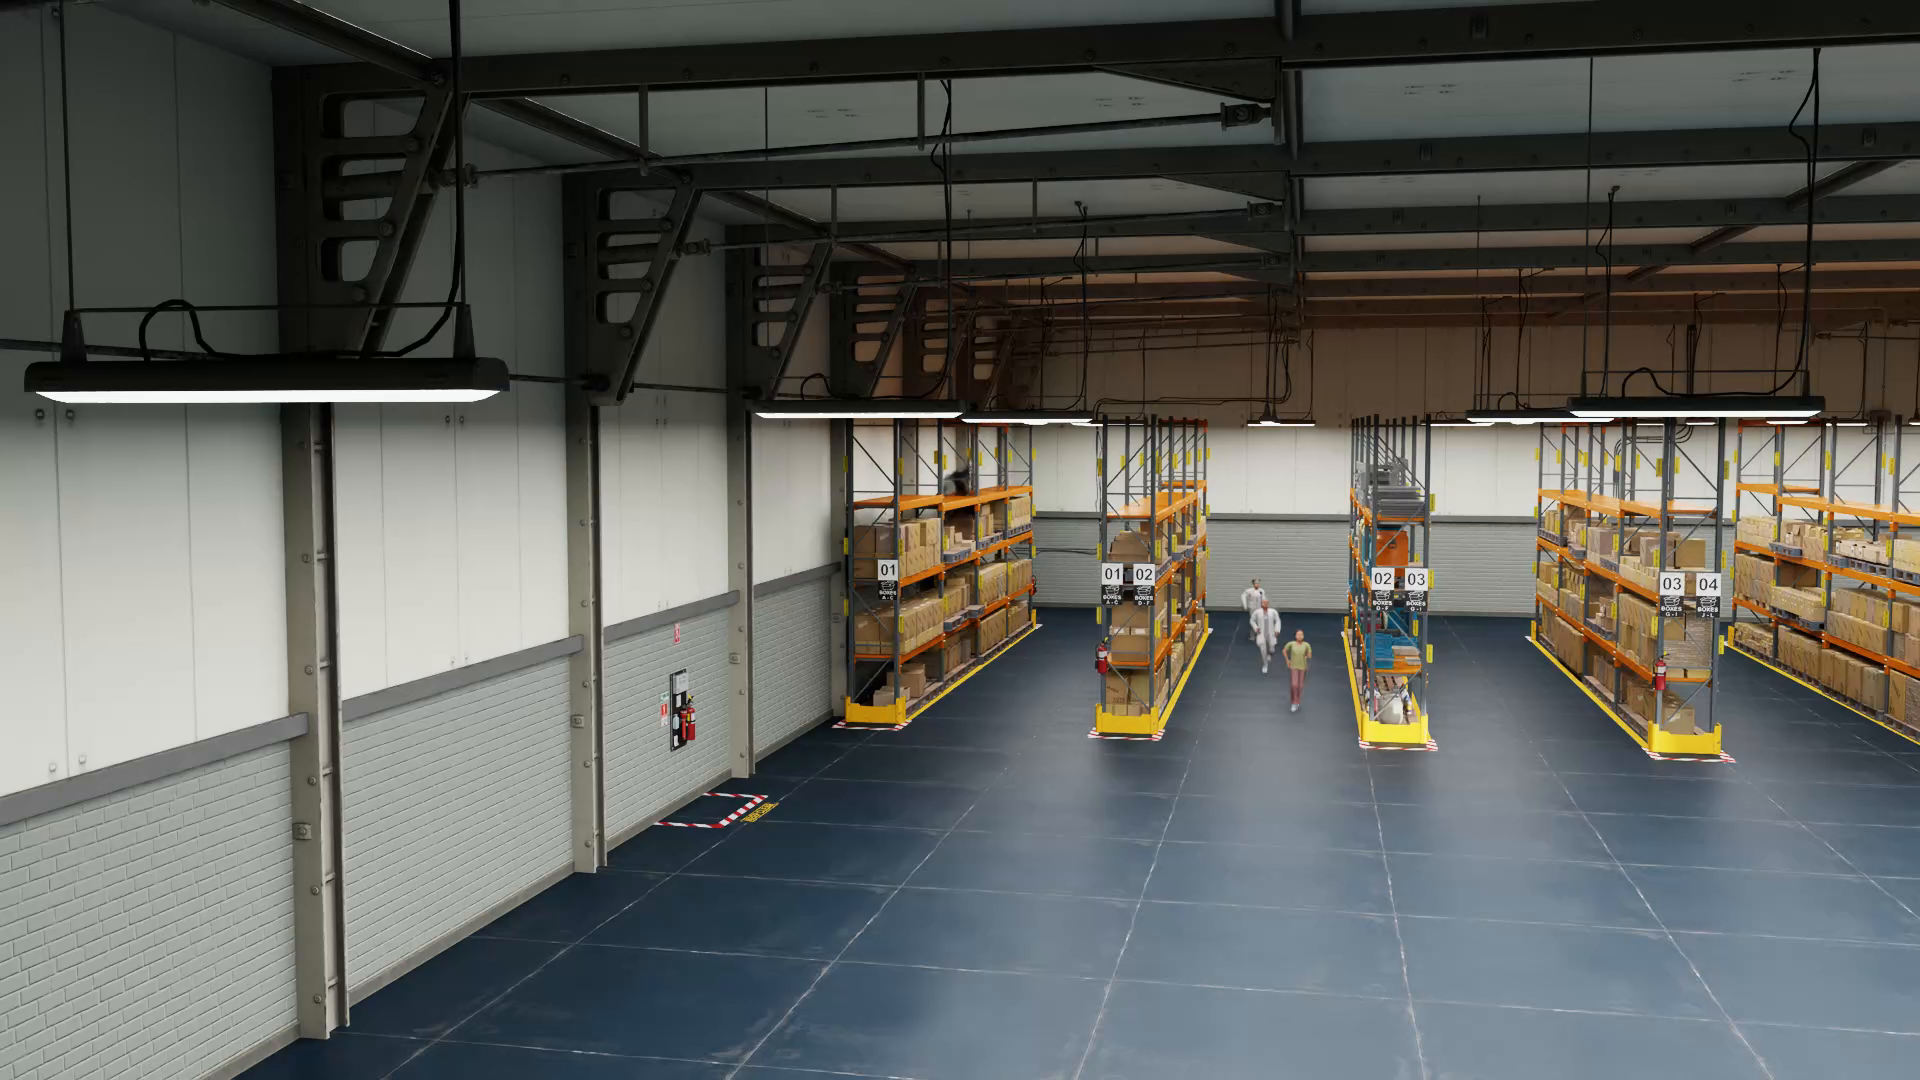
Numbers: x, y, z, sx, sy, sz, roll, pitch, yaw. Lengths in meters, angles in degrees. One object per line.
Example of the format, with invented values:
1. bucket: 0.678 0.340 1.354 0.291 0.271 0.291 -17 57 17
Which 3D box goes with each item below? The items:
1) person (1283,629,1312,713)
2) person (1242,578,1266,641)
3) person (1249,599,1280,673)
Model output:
1. person: 6.862 2.649 33.738 0.555 1.703 0.700 0 4 0
2. person: 8.018 1.890 45.198 0.628 1.718 0.766 -1 4 -10
3. person: 7.236 2.248 39.454 0.730 1.724 0.716 0 4 0
